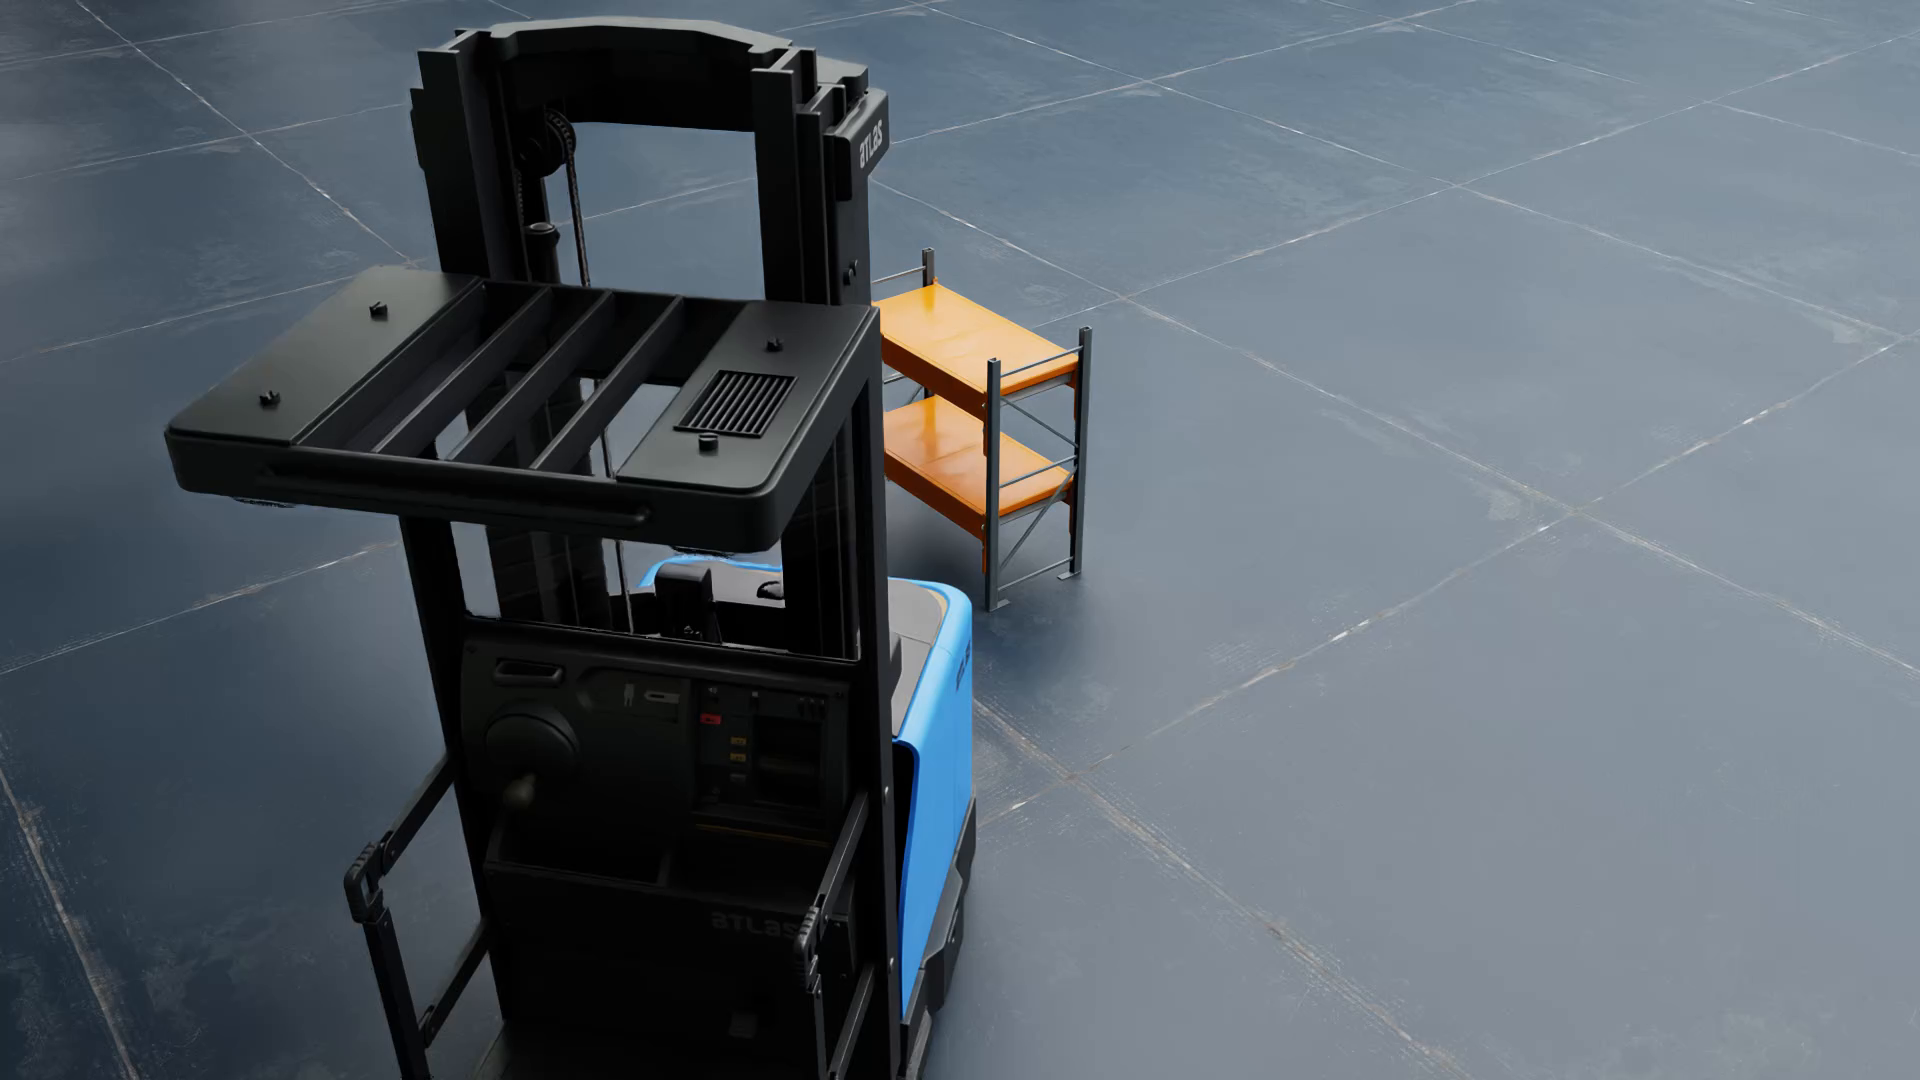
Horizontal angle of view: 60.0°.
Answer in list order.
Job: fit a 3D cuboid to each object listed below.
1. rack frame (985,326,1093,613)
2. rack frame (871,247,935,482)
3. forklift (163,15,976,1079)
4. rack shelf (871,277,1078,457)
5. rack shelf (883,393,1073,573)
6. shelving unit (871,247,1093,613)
[{"bbox_3d":[0.308,-0.269,6.617,0.500,1.125,0.032,-22,38,-31],"label":"rack frame"},{"bbox_3d":[-0.316,-0.693,7.299,0.500,1.125,0.032,-22,38,-31],"label":"rack frame"},{"bbox_3d":[-0.748,0.512,3.647,1.130,2.935,3.031,6,32,10],"label":"forklift"},{"bbox_3d":[-0.004,-0.729,6.803,0.538,0.278,1.000,-22,38,-31],"label":"rack shelf"},{"bbox_3d":[-0.004,-0.273,7.087,0.538,0.278,1.000,-22,38,-31],"label":"rack shelf"},{"bbox_3d":[-0.004,-0.481,6.958,0.538,1.125,1.048,-22,38,-31],"label":"shelving unit"}]
